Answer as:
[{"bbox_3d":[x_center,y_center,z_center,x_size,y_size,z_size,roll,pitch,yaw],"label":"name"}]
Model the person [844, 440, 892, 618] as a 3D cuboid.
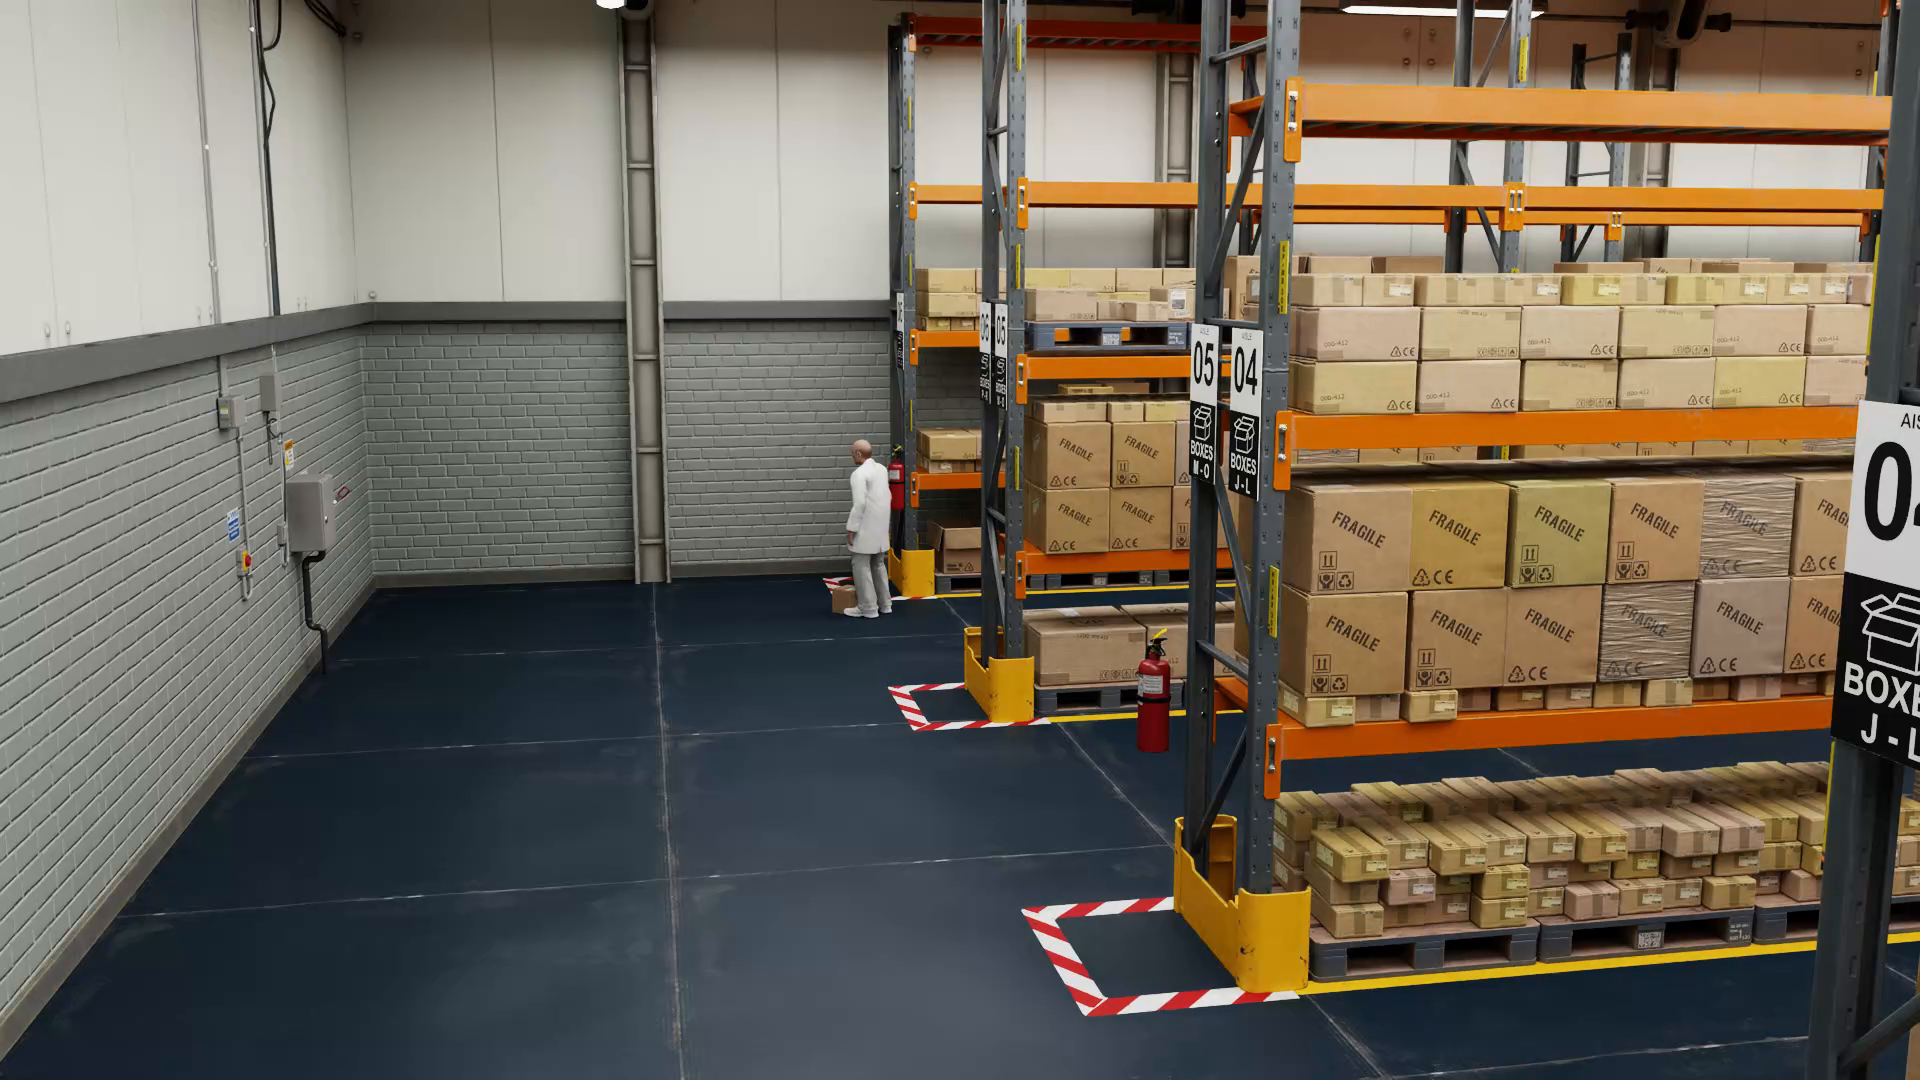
[{"bbox_3d":[-0.917,-0.120,16.654,0.415,1.774,0.655,6,11,31],"label":"person"}]
